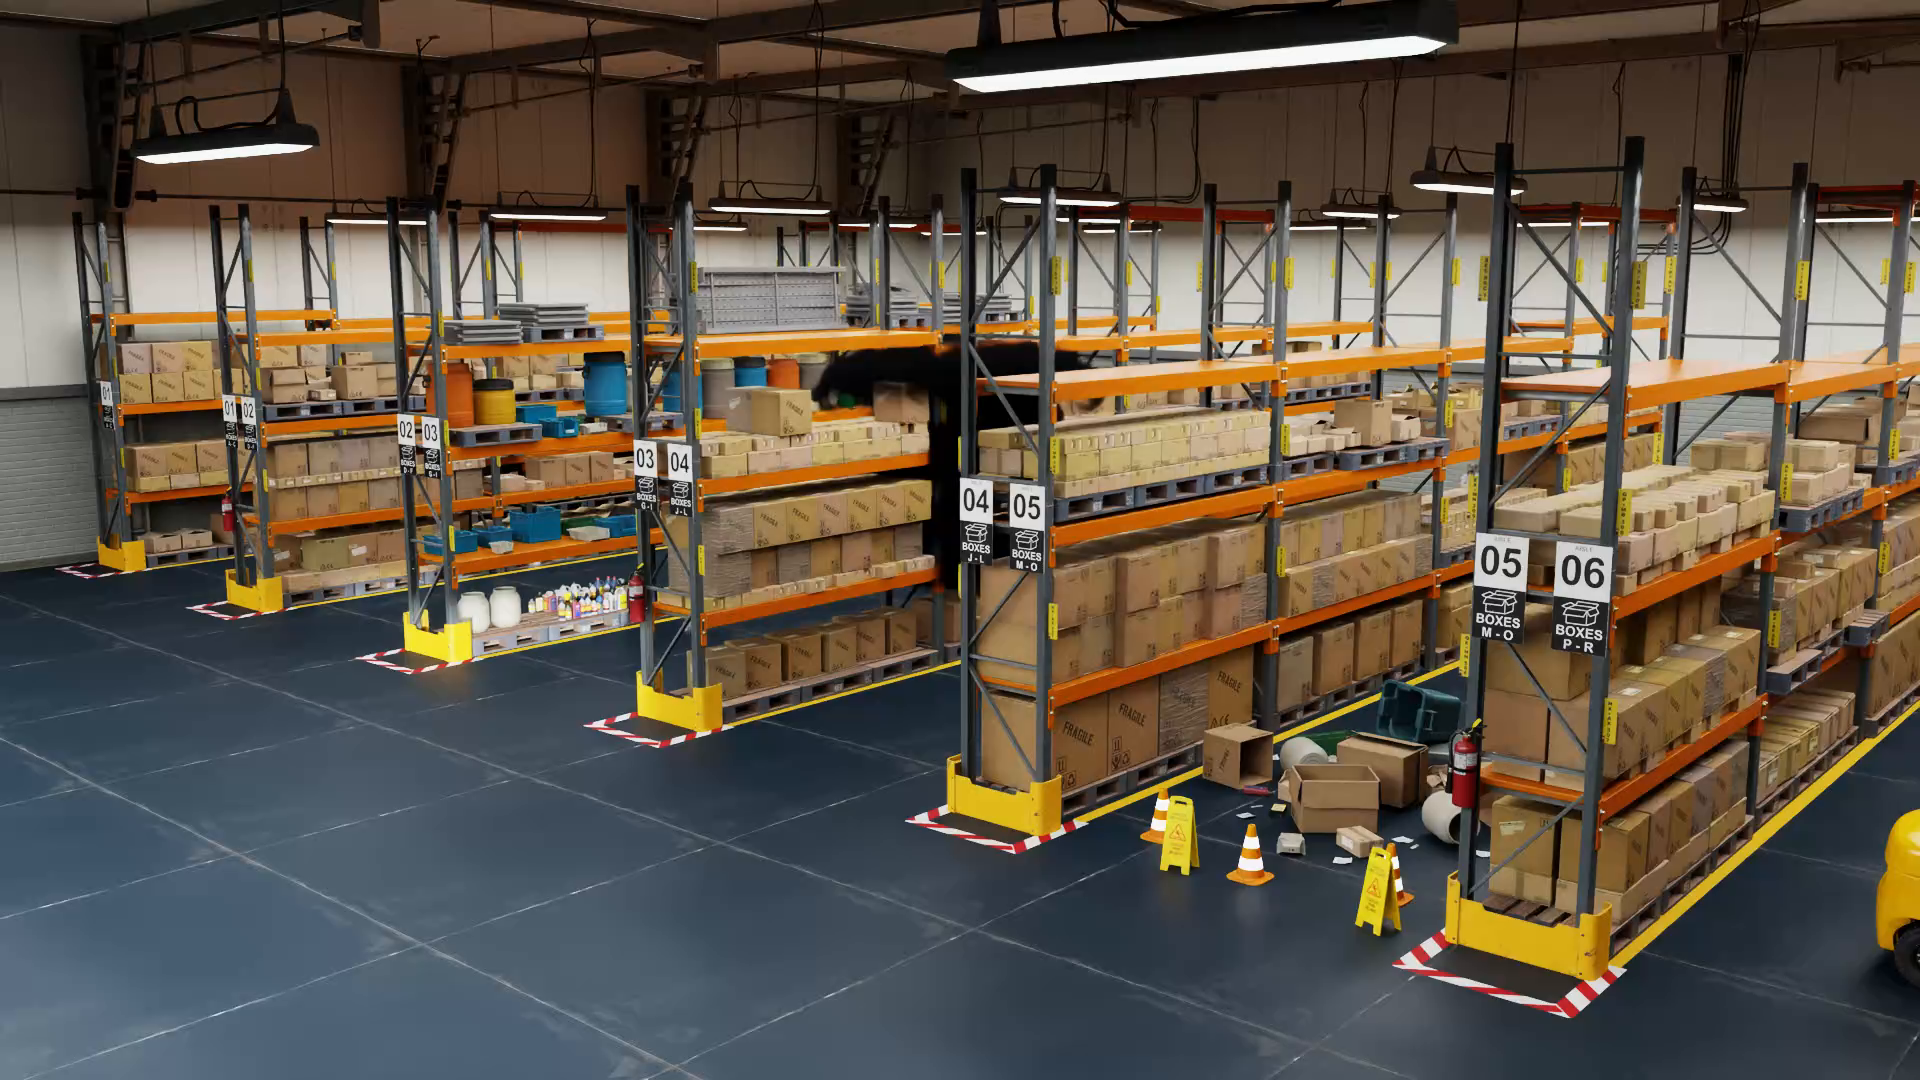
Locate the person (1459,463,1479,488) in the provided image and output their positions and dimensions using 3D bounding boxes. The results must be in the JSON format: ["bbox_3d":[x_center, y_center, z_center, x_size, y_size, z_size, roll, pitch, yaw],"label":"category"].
[{"bbox_3d":[9.241,-0.604,30.067,0.691,1.625,0.883,8,13,41],"label":"person"}]

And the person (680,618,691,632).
[{"bbox_3d":[-3.578,0.335,22.430,0.545,1.680,0.897,2,10,12],"label":"person"}]
